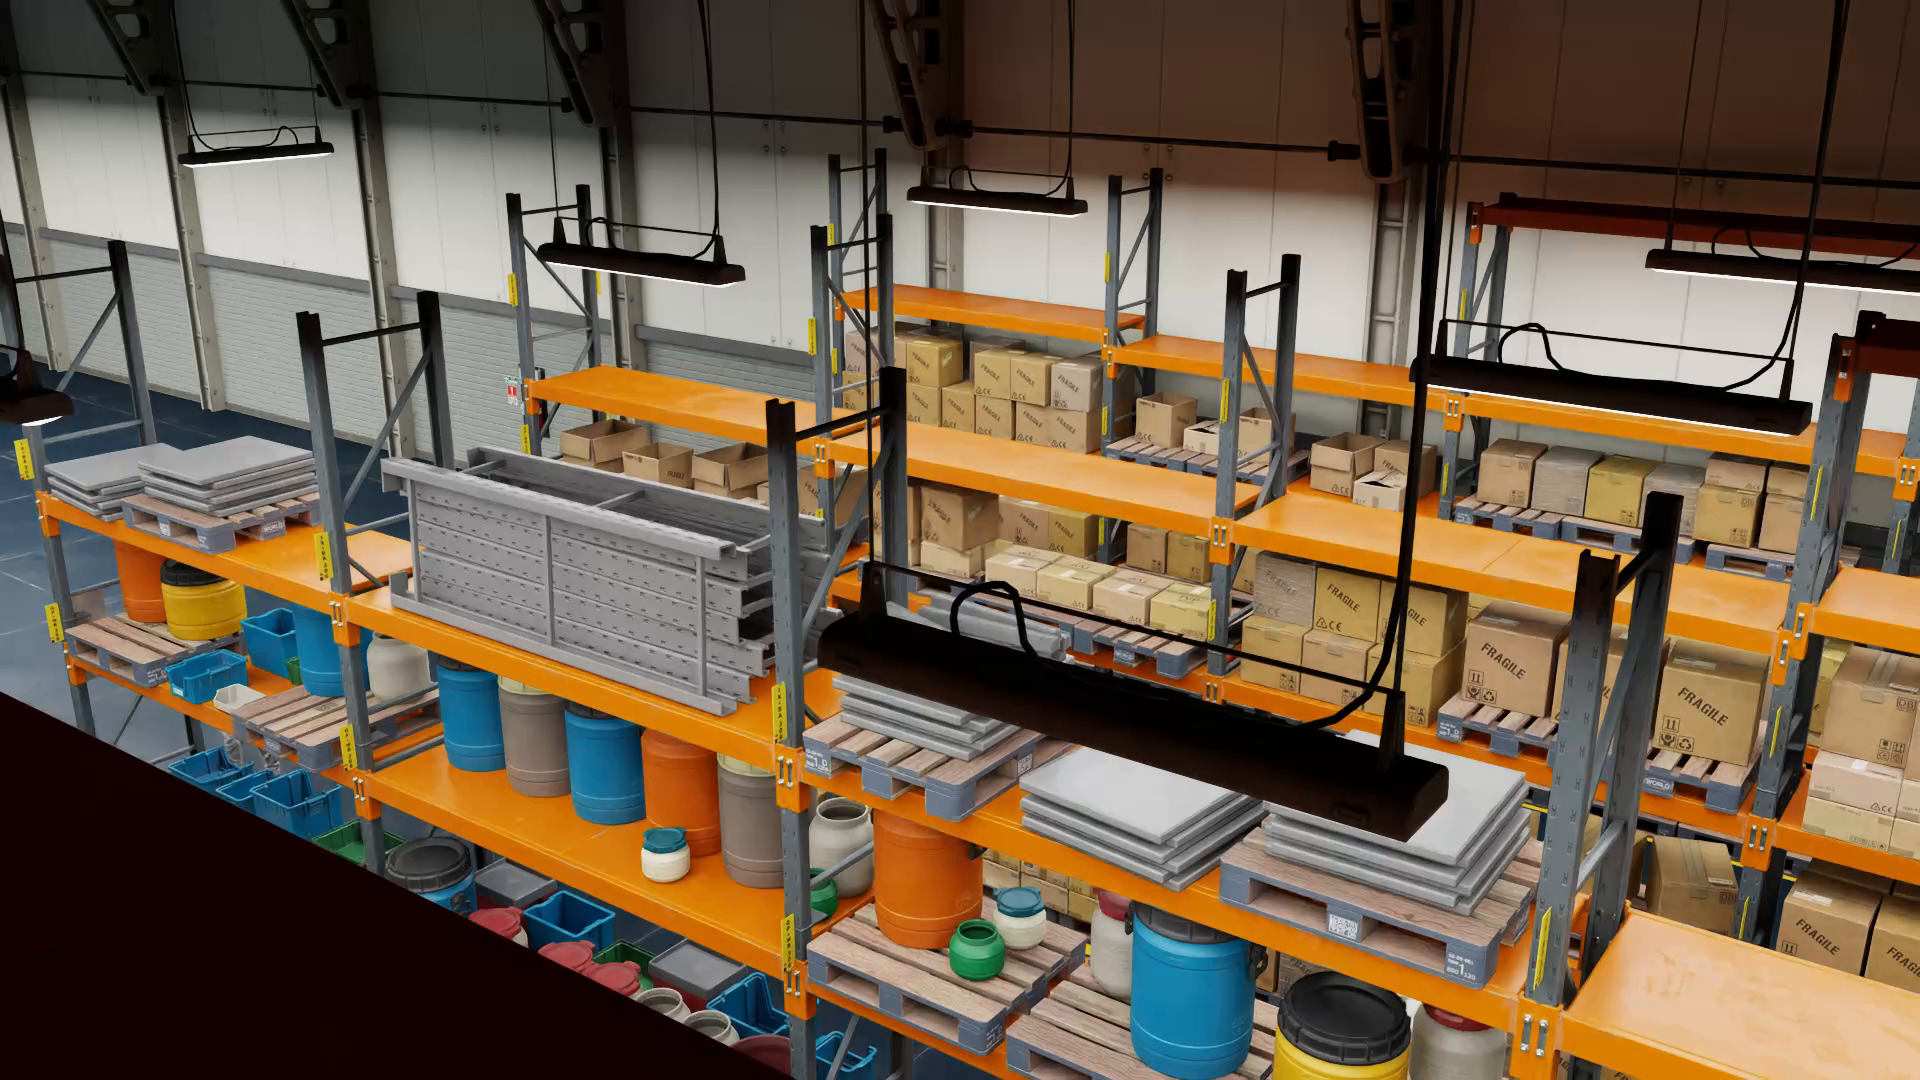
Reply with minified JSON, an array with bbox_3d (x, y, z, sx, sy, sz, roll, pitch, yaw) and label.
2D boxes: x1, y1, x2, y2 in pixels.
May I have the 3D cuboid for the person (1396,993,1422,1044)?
[{"bbox_3d":[3.039,3.698,11.406,0.690,1.687,0.723,-17,25,-41],"label":"person"}]

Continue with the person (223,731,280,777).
[{"bbox_3d":[-7.380,1.748,17.099,0.574,1.788,0.663,5,19,15],"label":"person"}]
